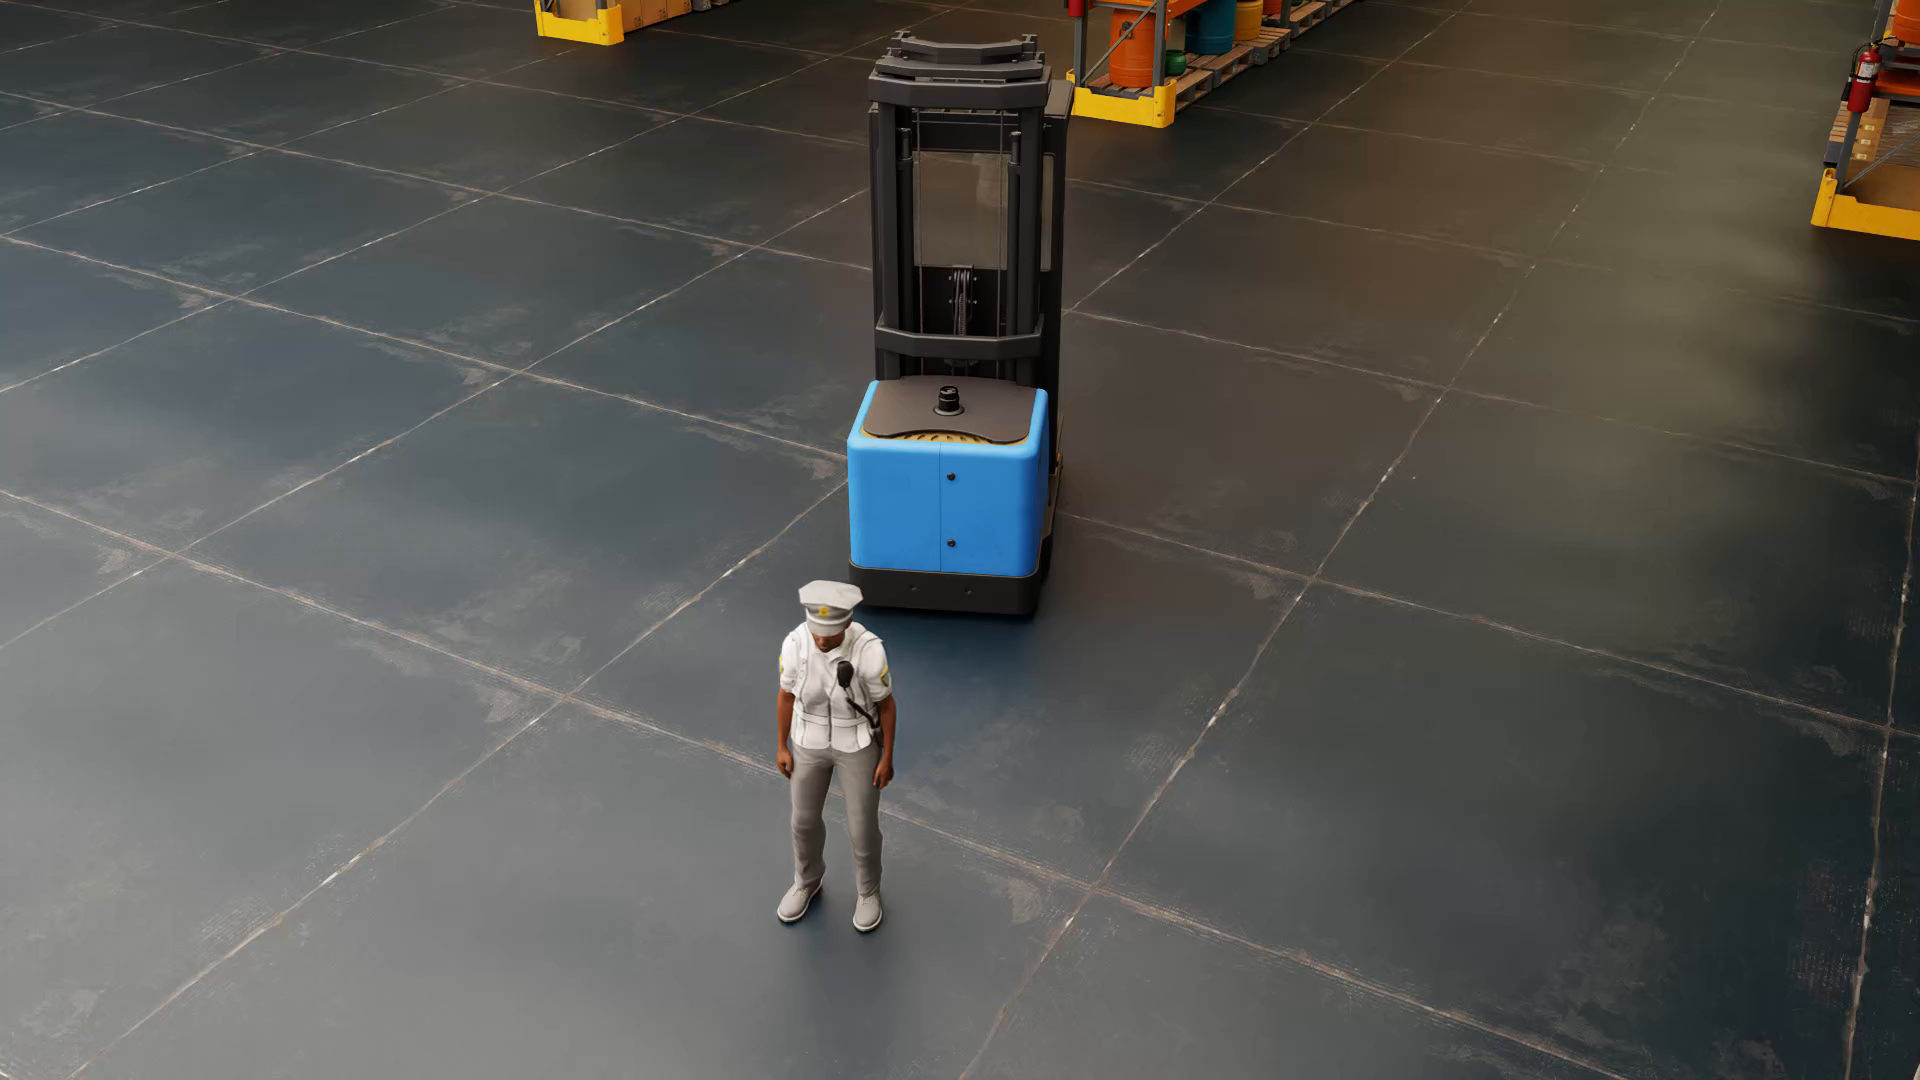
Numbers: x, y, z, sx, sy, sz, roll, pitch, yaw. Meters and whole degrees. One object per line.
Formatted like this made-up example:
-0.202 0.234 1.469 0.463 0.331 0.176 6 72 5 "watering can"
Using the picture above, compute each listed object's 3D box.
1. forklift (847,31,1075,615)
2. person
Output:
0.072 -1.572 9.794 1.130 2.935 3.031 3 30 6 "forklift"
-0.518 0.869 6.841 0.513 1.657 0.399 5 30 9 "person"
